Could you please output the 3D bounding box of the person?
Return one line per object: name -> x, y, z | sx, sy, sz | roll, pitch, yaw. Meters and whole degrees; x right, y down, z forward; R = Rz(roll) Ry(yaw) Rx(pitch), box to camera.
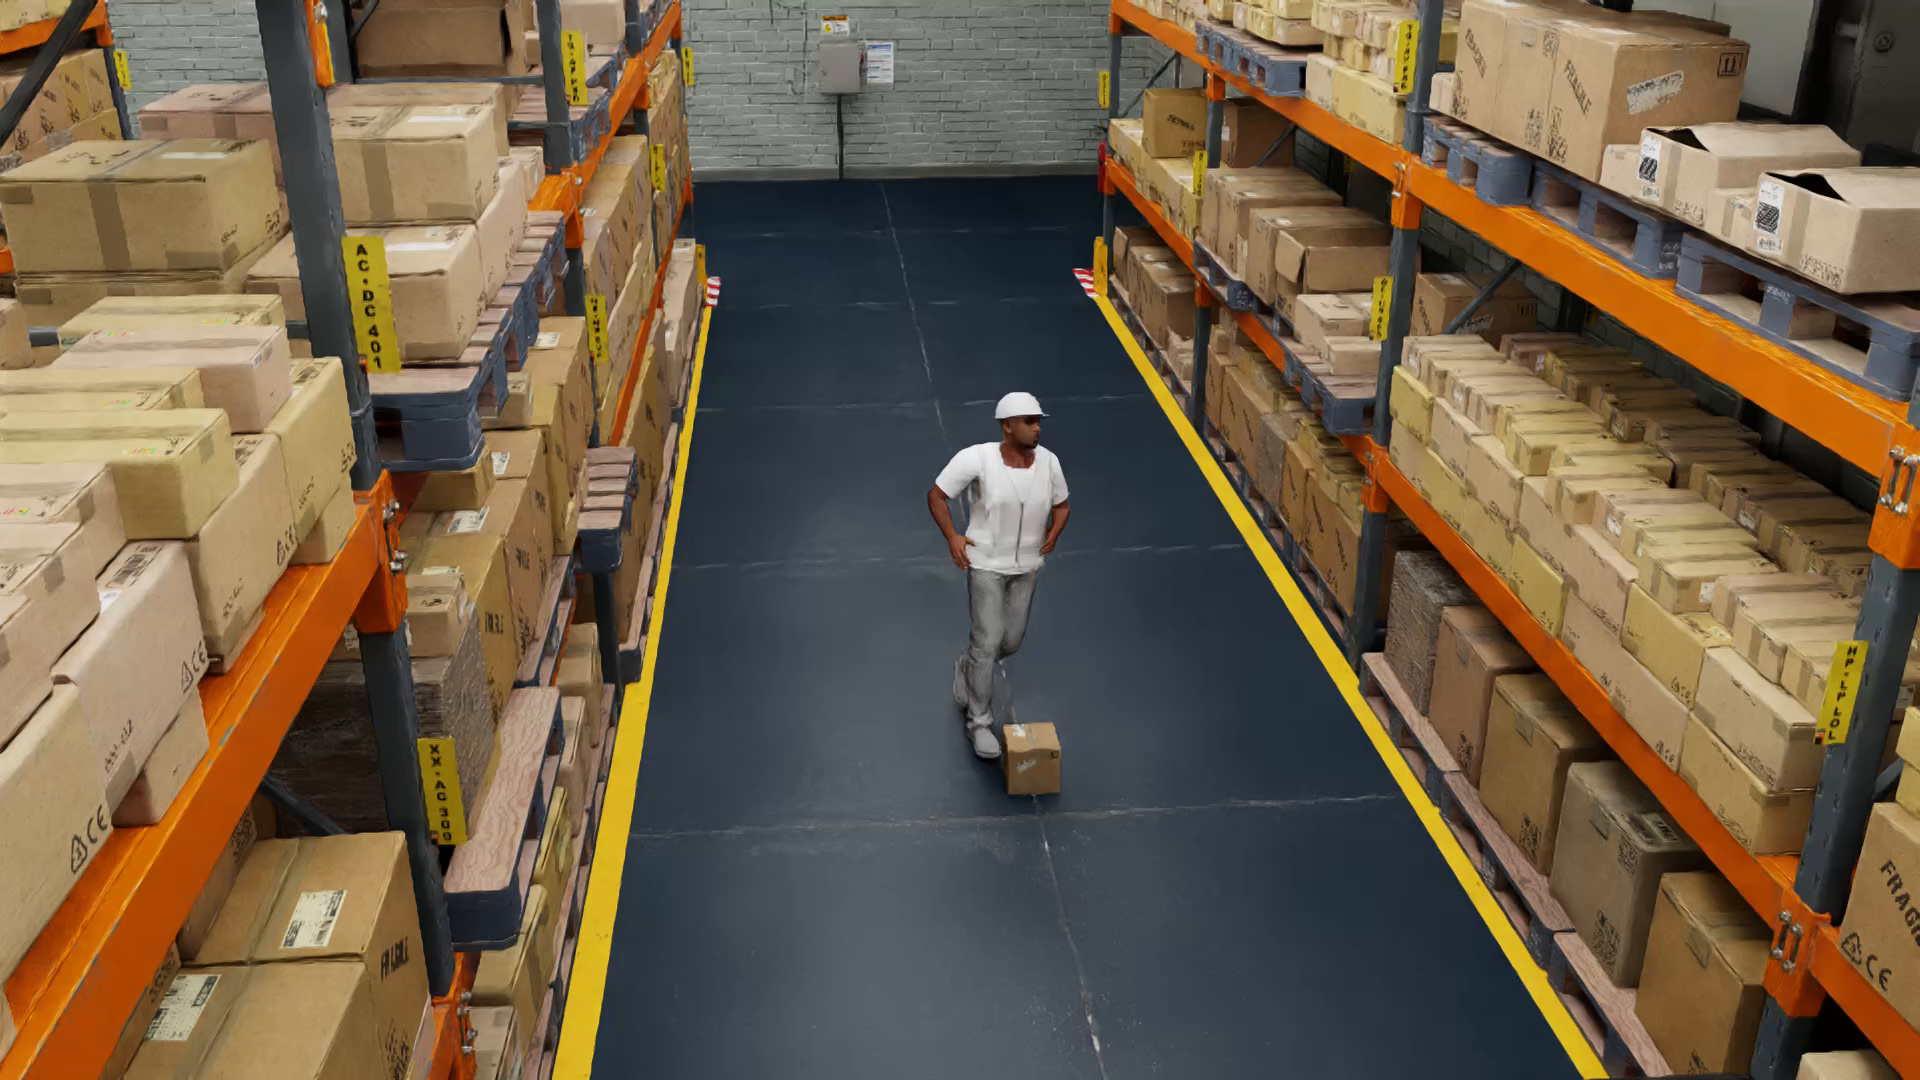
person -> 0.263, 0.125, 8.285 | 0.720, 1.721, 0.767 | -10, 26, -22
